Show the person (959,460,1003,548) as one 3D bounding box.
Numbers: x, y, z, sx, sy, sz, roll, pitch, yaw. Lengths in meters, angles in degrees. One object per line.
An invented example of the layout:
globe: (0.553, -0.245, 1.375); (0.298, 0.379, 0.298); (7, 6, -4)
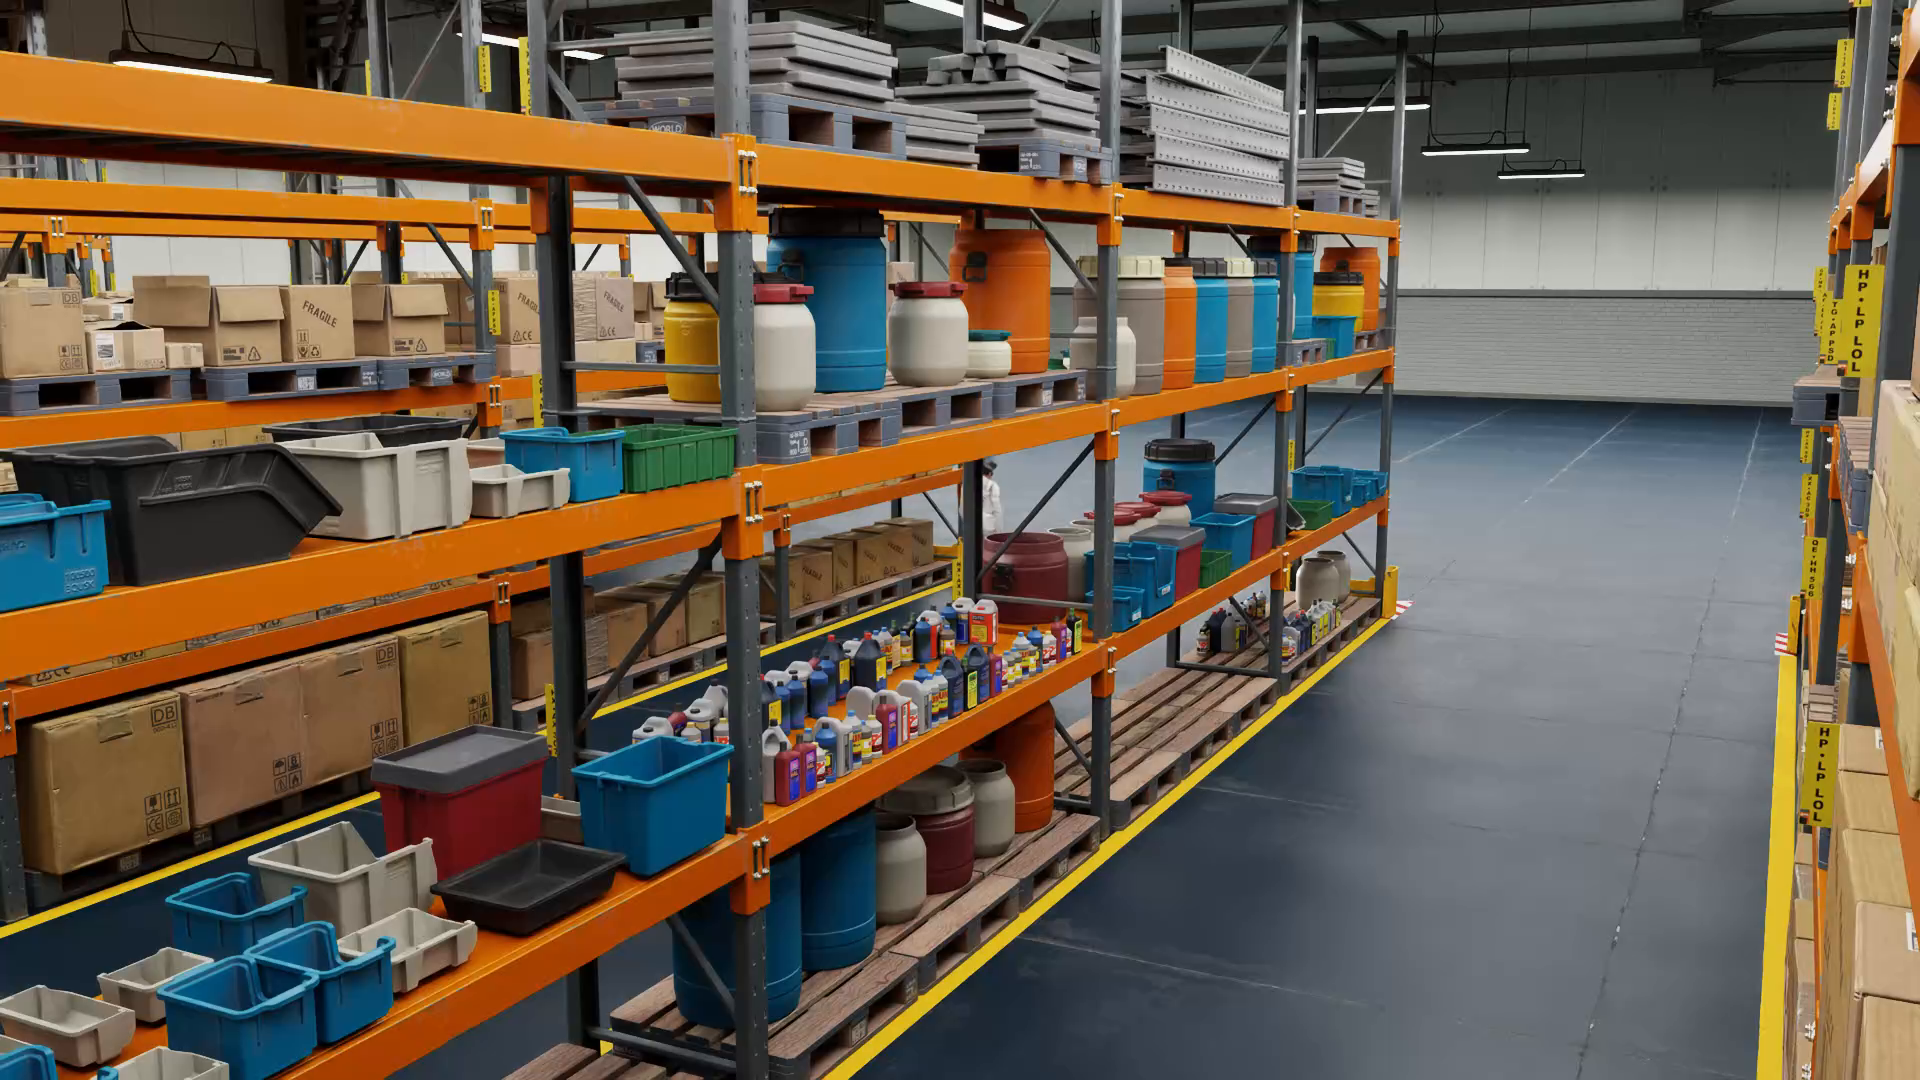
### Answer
person: (0.226, -0.103, 18.376); (0.520, 1.559, 0.548); (5, 10, 26)
